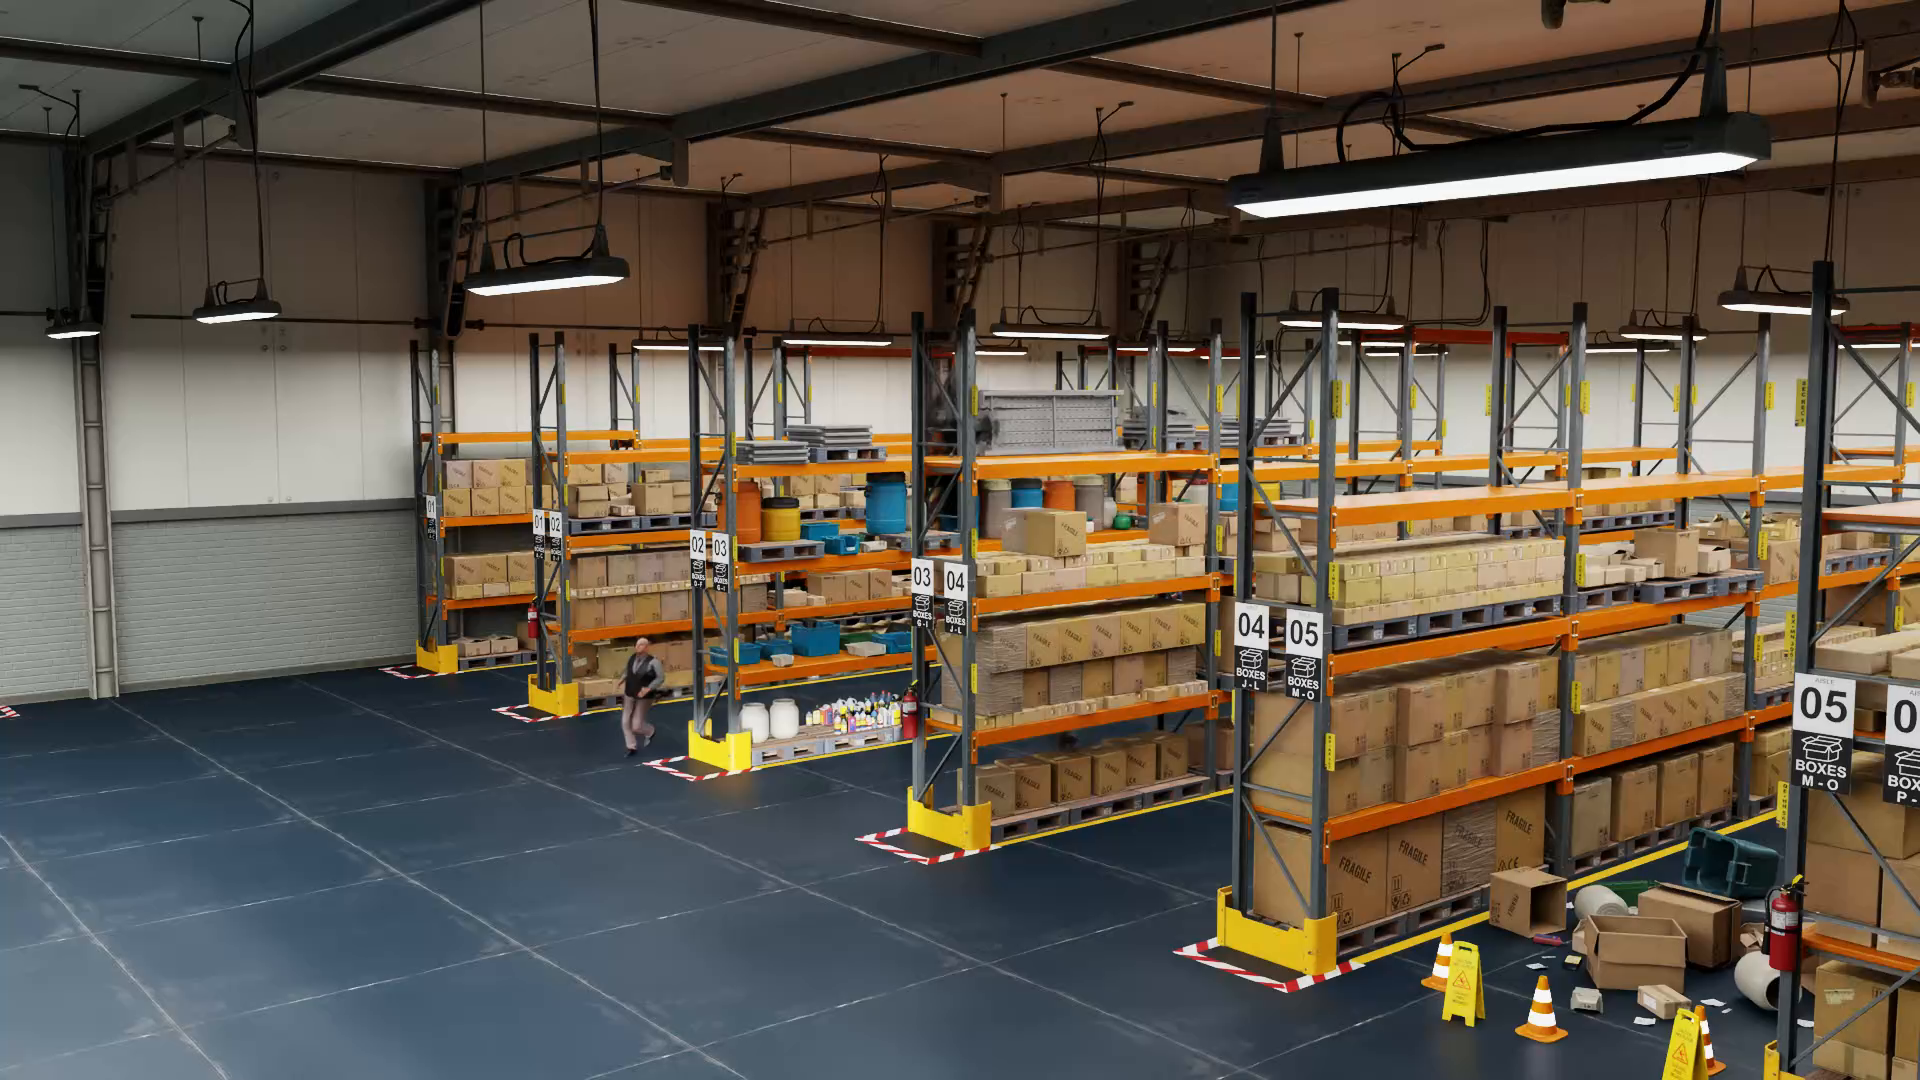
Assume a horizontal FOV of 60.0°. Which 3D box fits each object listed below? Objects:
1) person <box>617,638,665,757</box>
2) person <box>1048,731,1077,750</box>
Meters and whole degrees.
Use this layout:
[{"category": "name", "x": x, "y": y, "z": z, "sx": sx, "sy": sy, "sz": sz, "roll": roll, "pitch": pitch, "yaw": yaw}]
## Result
[{"category": "person", "x": -4.450, "y": 2.192, "z": 23.290, "sx": 0.689, "sy": 1.672, "sz": 0.639, "roll": 3, "pitch": 6, "yaw": 27}, {"category": "person", "x": 1.438, "y": 2.294, "z": 22.479, "sx": 0.592, "sy": 1.617, "sz": 0.581, "roll": -5, "pitch": 7, "yaw": -44}]
